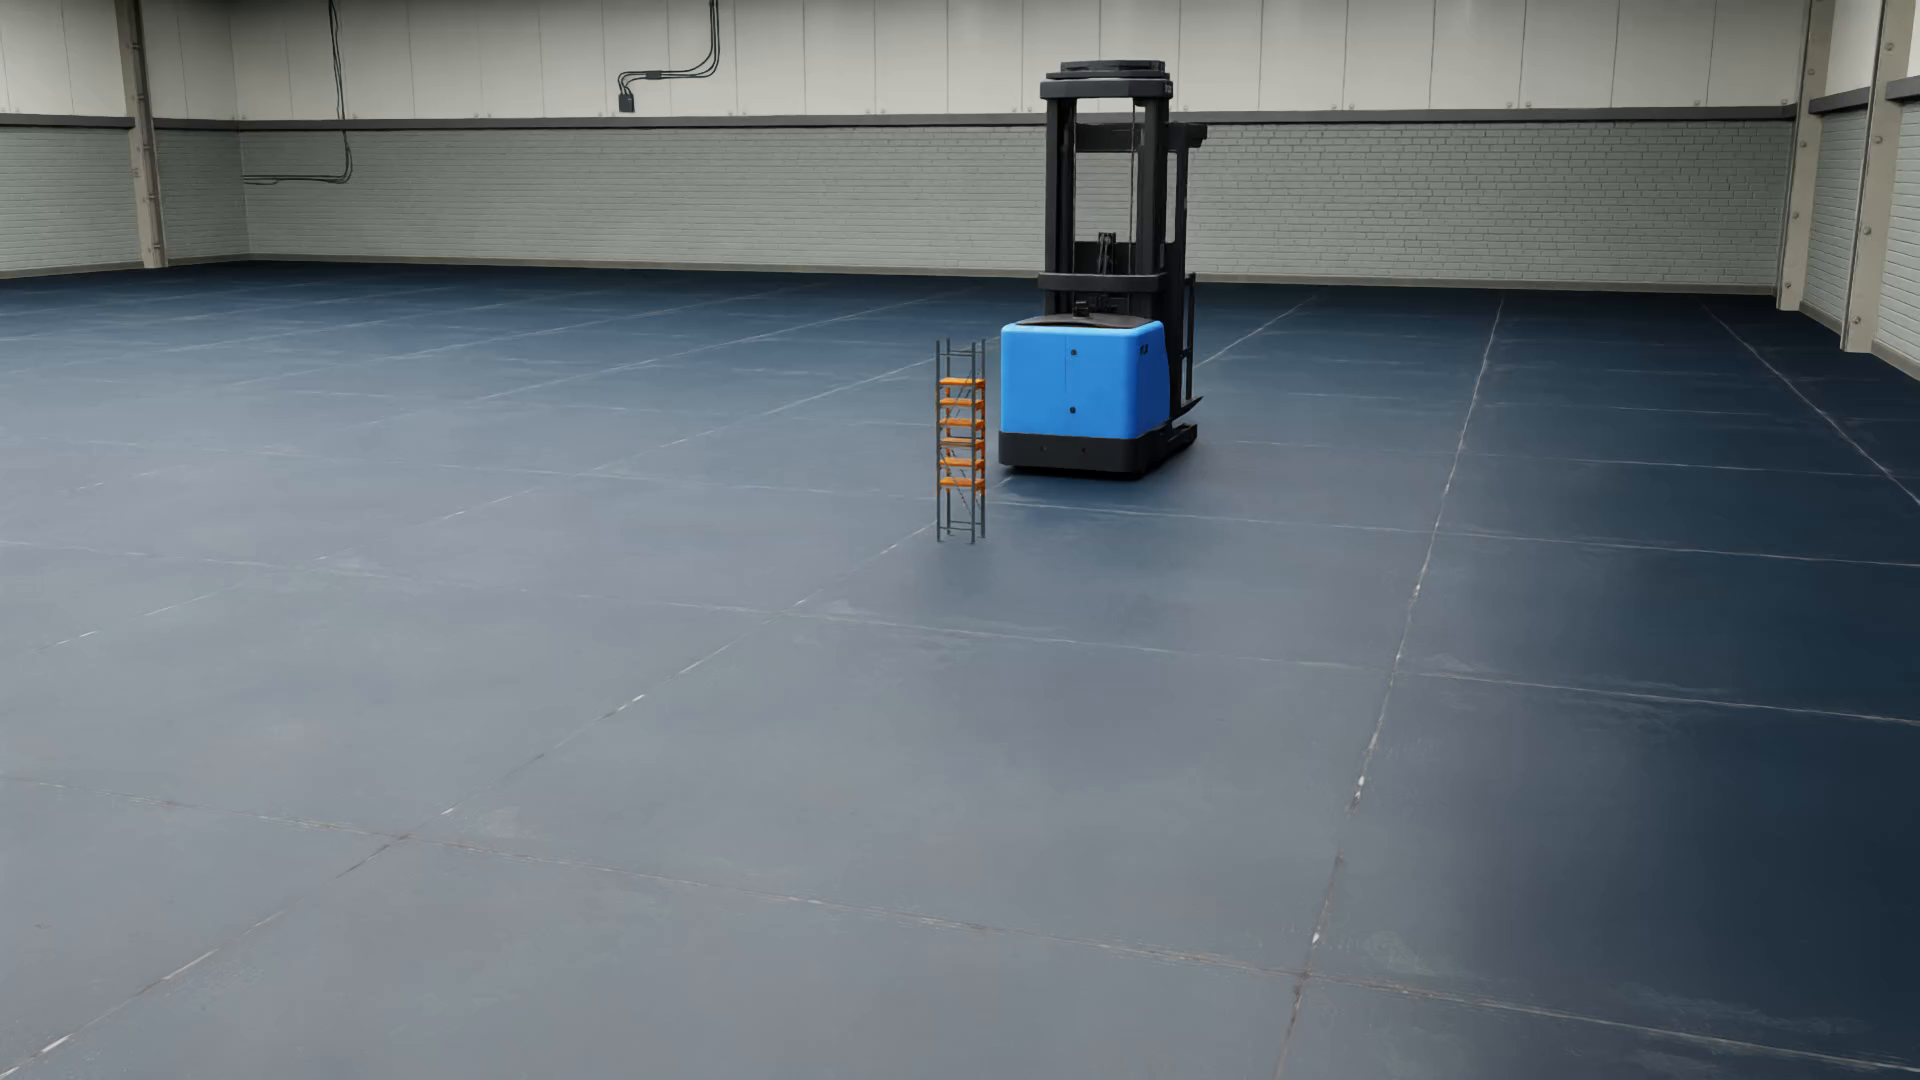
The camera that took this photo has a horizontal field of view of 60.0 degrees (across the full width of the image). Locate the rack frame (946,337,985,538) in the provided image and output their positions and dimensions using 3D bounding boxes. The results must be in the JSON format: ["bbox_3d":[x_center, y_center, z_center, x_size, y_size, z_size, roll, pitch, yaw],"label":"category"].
[{"bbox_3d":[0.034,-0.607,9.952,0.240,1.200,0.006,4,14,18],"label":"rack frame"}]

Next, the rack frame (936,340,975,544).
[{"bbox_3d":[-0.025,-0.569,9.783,0.240,1.200,0.006,4,14,18],"label":"rack frame"}]

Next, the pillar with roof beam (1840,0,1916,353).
[{"bbox_3d":[6.673,-6.966,20.286,9.100,9.000,0.400,4,14,18],"label":"pillar with roof beam"}]

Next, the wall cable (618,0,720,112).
[{"bbox_3d":[-5.936,-11.684,33.313,2.305,6.003,0.169,4,14,18],"label":"wall cable"}]

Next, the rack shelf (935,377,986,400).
[{"bbox_3d":[0.005,-0.896,9.798,0.258,0.103,0.180,4,14,18],"label":"rack shelf"}]

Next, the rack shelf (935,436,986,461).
[{"bbox_3d":[0.005,-0.545,9.878,0.258,0.103,0.180,4,14,18],"label":"rack shelf"}]

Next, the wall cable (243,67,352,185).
[{"bbox_3d":[-14.913,-9.199,37.046,3.097,2.526,0.112,4,14,18],"label":"wall cable"}]

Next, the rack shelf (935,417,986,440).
[{"bbox_3d":[0.005,-0.662,9.851,0.258,0.103,0.180,4,14,18],"label":"rack shelf"}]

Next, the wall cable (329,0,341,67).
[{"bbox_3d":[-12.353,-11.466,35.631,3.097,2.526,0.112,4,14,18],"label":"wall cable"}]

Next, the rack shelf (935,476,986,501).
[{"bbox_3d":[0.005,-0.311,9.931,0.258,0.103,0.180,4,14,18],"label":"rack shelf"}]

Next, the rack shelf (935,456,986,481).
[{"bbox_3d":[0.005,-0.428,9.904,0.258,0.103,0.180,4,14,18],"label":"rack shelf"}]

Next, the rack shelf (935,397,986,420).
[{"bbox_3d":[0.005,-0.779,9.824,0.258,0.103,0.180,4,14,18],"label":"rack shelf"}]

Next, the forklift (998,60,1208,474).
[{"bbox_3d":[1.272,-2.186,12.977,1.130,2.935,3.031,5,14,20],"label":"forklift"}]

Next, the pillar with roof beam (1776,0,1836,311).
[{"bbox_3d":[8.614,-8.230,25.821,9.100,9.000,0.400,4,14,18],"label":"pillar with roof beam"}]

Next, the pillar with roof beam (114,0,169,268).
[{"bbox_3d":[-13.044,-9.878,33.042,9.100,9.000,0.400,4,14,18],"label":"pillar with roof beam"}]

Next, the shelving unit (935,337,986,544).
[{"bbox_3d":[0.005,-0.588,9.868,0.258,1.200,0.189,4,14,18],"label":"shelving unit"}]
